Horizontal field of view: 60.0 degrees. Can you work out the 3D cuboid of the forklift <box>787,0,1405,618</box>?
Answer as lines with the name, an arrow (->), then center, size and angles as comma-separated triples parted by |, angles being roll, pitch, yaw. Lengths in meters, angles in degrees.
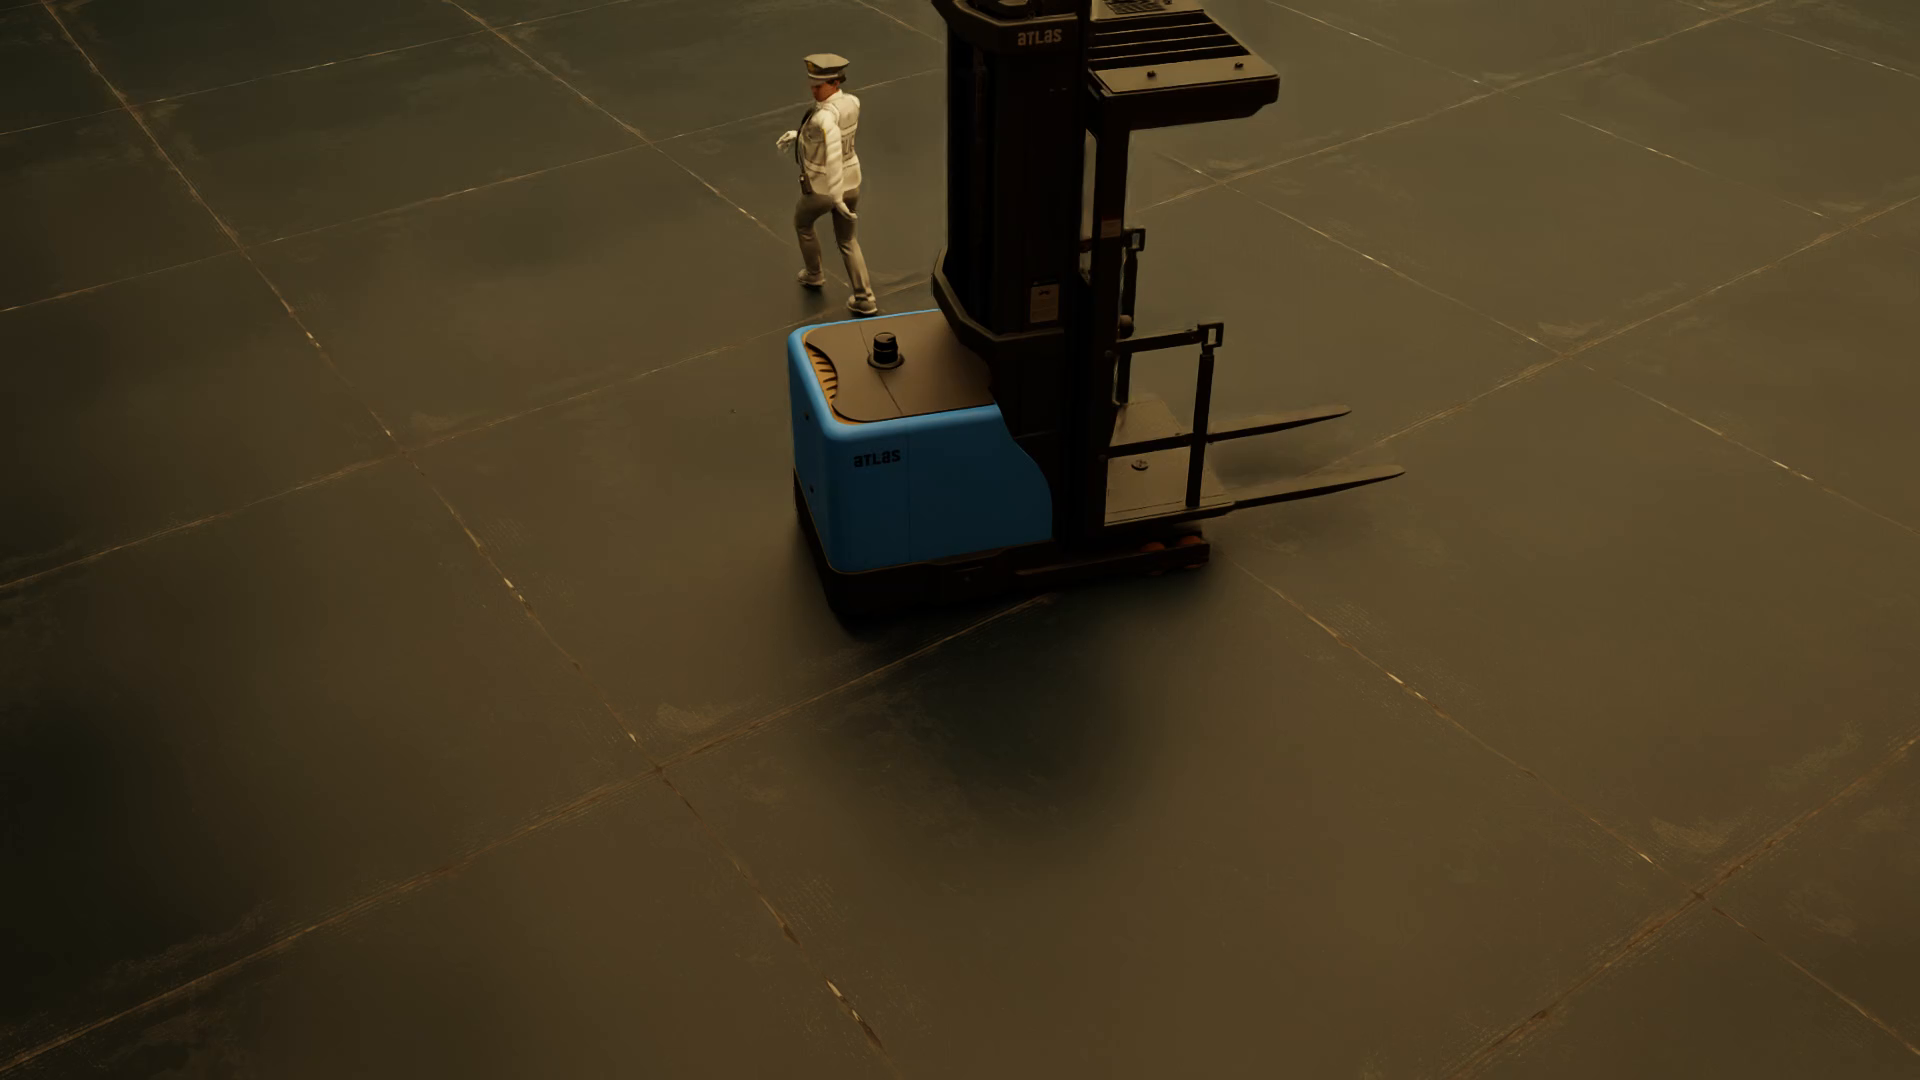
forklift -> 0.734, -1.297, 7.699 | 3.031, 2.935, 1.130 | -9, 38, -12

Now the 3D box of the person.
person -> -0.788, -2.130, 9.989 | 0.506, 1.611, 0.897 | -28, 45, -32
